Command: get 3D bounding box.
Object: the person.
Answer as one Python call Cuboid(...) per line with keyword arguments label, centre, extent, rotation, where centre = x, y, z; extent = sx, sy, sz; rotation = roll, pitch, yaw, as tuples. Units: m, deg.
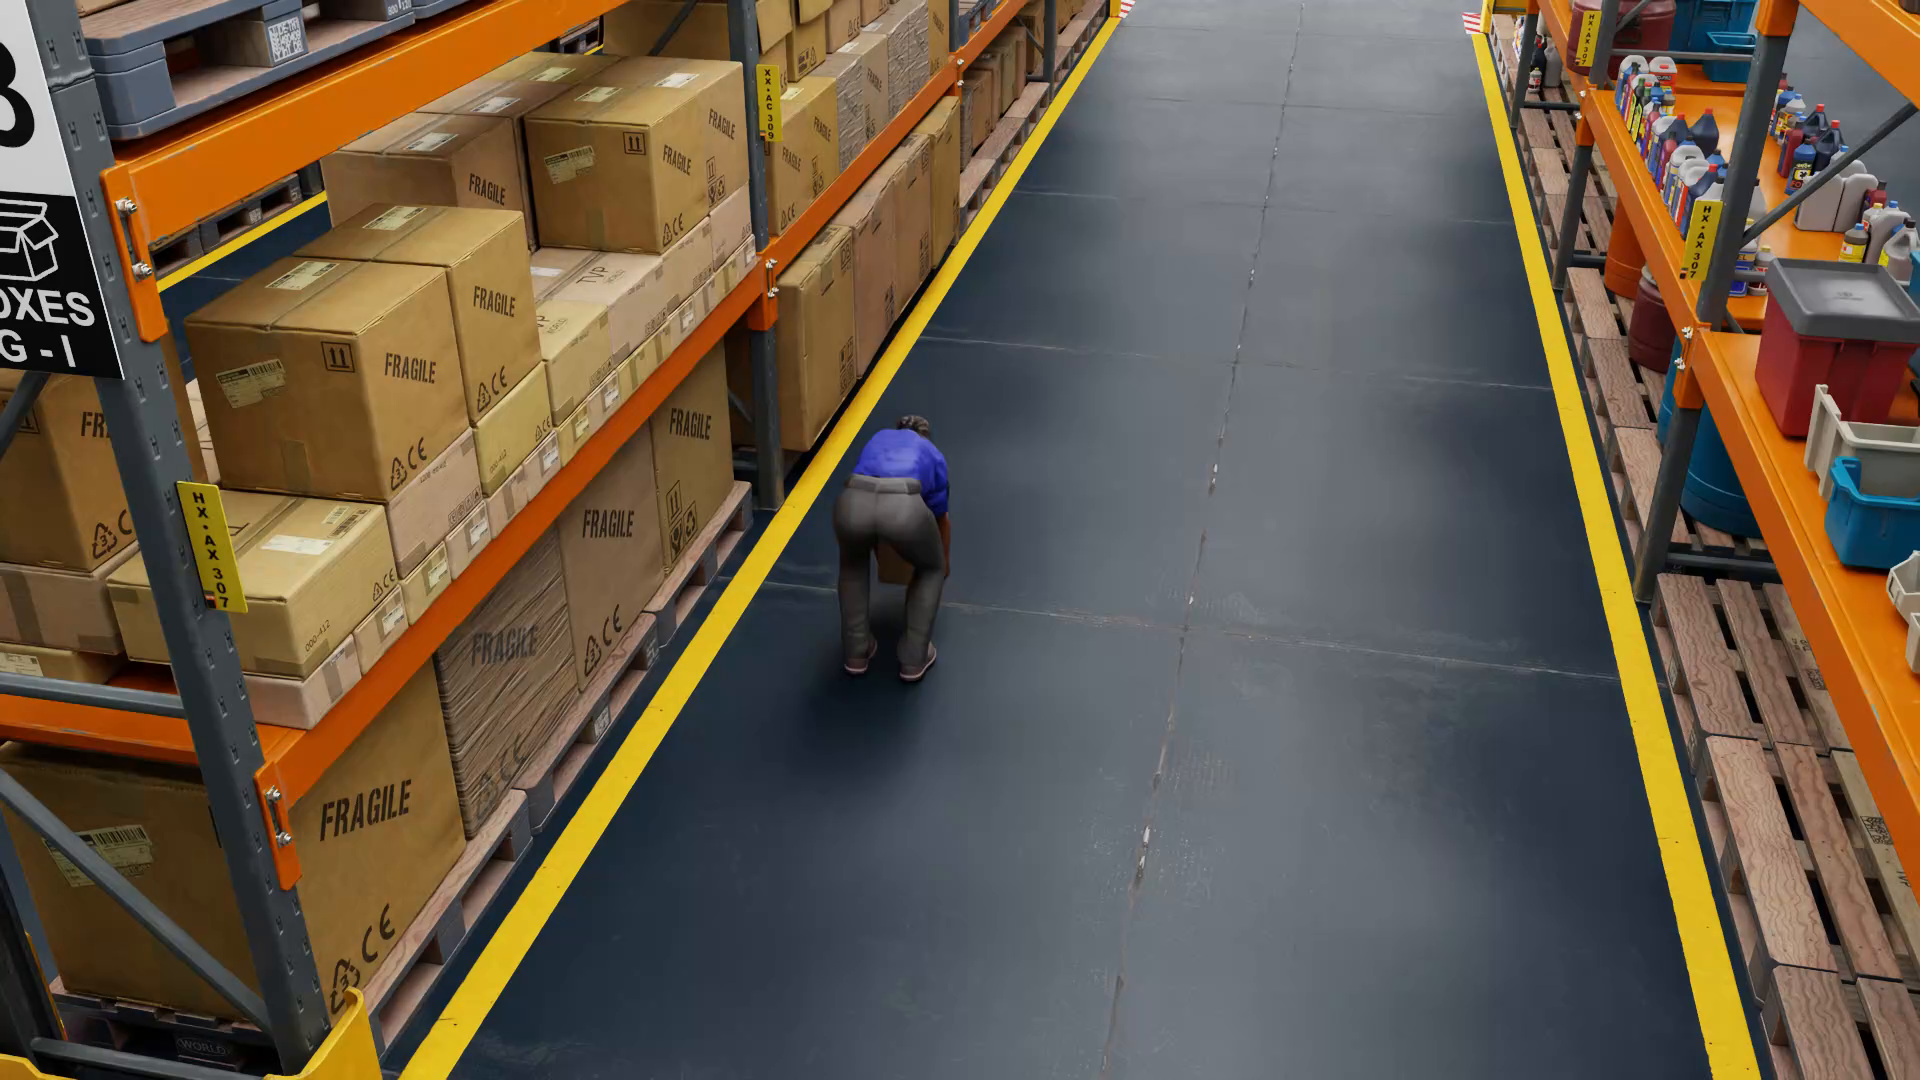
Cuboid(label="person", centre=(-0.262, 0.005, 6.852), extent=(0.445, 0.954, 0.876), rotation=(5, 29, 8))
